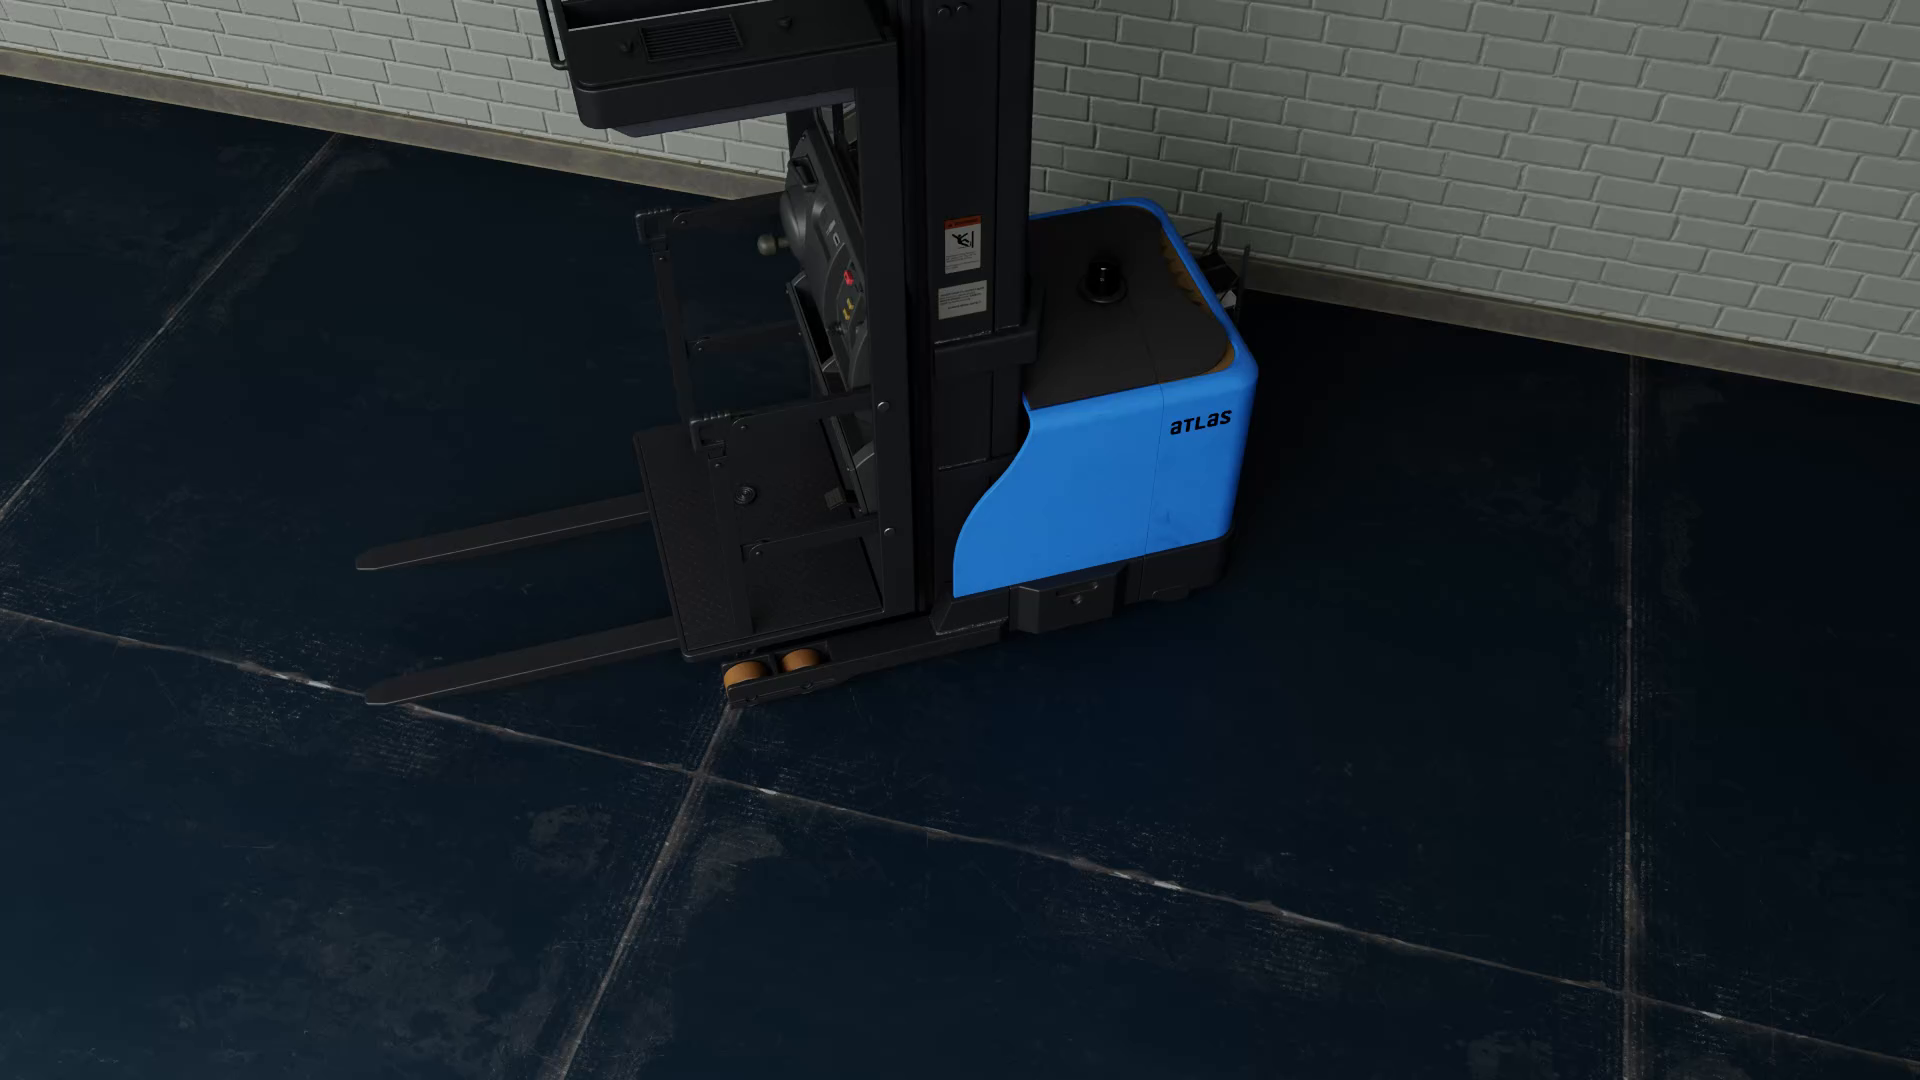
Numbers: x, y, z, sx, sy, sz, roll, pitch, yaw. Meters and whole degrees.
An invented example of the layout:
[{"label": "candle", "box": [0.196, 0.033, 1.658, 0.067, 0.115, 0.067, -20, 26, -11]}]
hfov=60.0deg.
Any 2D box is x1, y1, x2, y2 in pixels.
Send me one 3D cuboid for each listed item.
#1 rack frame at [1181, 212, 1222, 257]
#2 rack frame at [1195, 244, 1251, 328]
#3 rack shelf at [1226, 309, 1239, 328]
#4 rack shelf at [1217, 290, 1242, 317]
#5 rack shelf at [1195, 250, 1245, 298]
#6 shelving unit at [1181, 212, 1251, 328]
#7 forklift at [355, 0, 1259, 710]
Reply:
[{"label": "rack frame", "box": [0.854, -0.869, 6.417, 0.240, 0.900, 0.006, -19, 51, -16]}, {"label": "rack frame", "box": [0.937, -0.730, 6.294, 0.240, 0.900, 0.006, -19, 51, -16]}, {"label": "rack shelf", "box": [0.895, -0.837, 6.313, 0.258, 0.077, 0.200, -19, 51, -16]}, {"label": "rack shelf", "box": [0.895, -0.897, 6.246, 0.258, 0.077, 0.200, -19, 51, -16]}, {"label": "rack shelf", "box": [0.895, -0.956, 6.178, 0.258, 0.077, 0.200, -19, 51, -16]}, {"label": "shelving unit", "box": [0.895, -0.800, 6.356, 0.258, 0.900, 0.210, -19, 51, -16]}, {"label": "forklift", "box": [-0.598, -0.839, 5.036, 3.031, 2.935, 1.130, -12, 50, -11]}]
